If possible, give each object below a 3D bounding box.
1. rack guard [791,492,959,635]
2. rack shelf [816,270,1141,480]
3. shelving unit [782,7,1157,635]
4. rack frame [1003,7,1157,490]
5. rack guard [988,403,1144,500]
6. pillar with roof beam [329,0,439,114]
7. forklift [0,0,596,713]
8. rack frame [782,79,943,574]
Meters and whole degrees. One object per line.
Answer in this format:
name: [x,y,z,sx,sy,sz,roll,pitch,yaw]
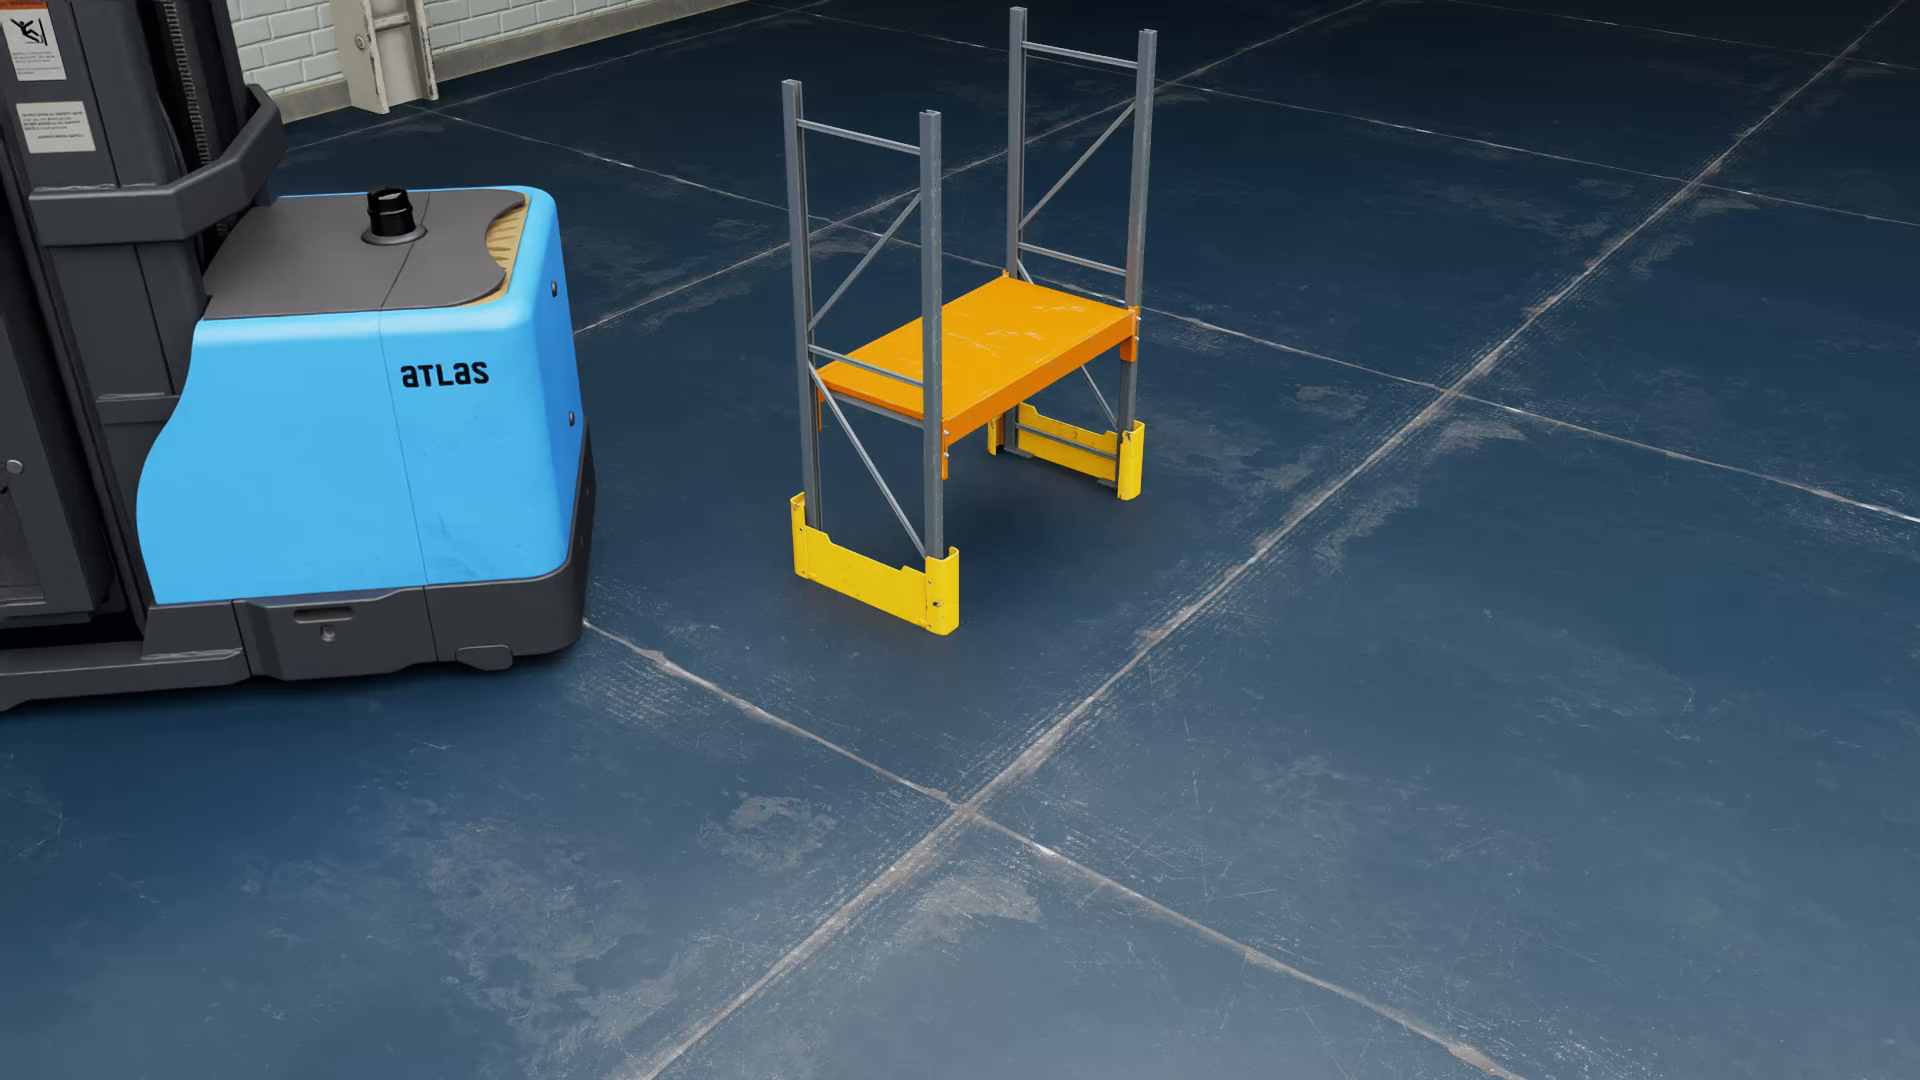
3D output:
rack guard: [-0.255,0.064,4.897,0.587,0.250,0.087,21,37,31]
rack shelf: [0.051,-0.525,5.018,0.538,0.185,1.000,21,37,31]
shelving unit: [0.046,-0.676,4.920,0.587,1.500,1.083,21,37,31]
rack frame: [0.358,-0.887,5.275,0.500,1.500,0.032,21,37,31]
rack guard: [0.347,-0.341,5.580,0.587,0.250,0.087,21,37,31]
pillar with roof beam: [0.213,-5.042,4.930,9.100,9.000,0.400,21,37,31]
forklift: [-2.623,-1.051,4.149,3.031,2.935,1.130,-4,31,-7]
rack frame: [-0.255,-0.473,4.577,0.500,1.500,0.032,21,37,31]
